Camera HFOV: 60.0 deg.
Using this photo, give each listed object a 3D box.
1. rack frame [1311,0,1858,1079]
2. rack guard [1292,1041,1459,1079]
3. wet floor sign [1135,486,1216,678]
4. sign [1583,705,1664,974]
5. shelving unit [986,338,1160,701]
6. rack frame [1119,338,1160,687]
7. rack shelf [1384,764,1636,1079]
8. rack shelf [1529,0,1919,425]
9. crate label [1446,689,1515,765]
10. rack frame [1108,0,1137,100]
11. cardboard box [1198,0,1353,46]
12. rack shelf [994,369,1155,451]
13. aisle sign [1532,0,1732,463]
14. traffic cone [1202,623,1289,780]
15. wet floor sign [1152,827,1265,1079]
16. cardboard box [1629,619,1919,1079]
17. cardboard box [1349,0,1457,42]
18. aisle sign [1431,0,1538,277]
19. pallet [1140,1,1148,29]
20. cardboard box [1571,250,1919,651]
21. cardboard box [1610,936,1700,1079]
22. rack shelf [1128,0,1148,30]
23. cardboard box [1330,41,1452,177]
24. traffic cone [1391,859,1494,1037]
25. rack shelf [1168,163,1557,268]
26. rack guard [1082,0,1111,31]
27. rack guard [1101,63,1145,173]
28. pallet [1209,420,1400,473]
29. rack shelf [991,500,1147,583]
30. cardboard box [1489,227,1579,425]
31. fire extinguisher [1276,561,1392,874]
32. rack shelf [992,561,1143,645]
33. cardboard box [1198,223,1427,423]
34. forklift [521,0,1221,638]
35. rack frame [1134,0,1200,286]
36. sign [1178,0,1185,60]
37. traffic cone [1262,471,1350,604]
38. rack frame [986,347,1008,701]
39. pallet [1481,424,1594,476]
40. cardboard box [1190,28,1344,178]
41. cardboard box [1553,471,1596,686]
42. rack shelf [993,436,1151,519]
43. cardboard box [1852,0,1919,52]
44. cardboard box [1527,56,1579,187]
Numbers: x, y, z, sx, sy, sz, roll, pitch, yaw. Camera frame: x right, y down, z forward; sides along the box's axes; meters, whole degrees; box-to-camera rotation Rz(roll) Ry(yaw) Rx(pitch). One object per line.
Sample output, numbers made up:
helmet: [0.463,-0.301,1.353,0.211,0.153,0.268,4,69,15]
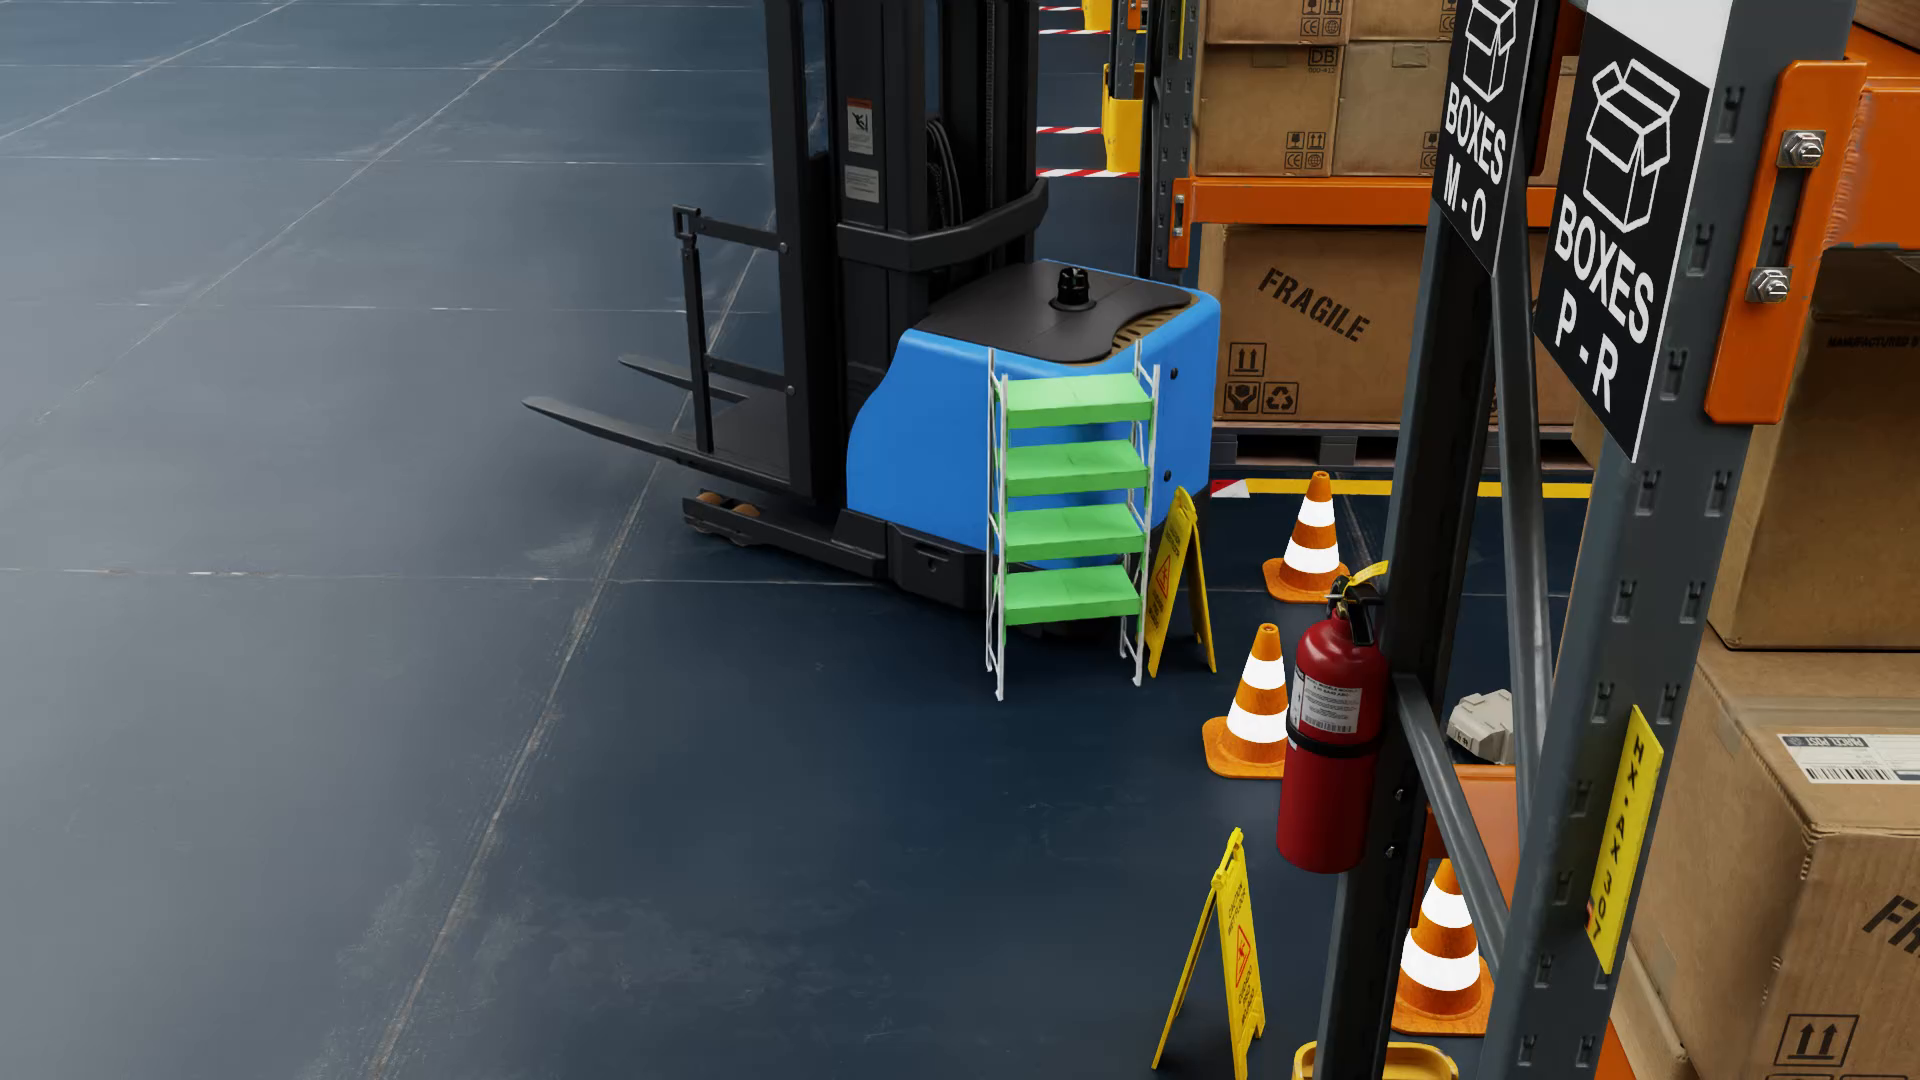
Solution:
rack frame: [0.795,0.484,2.634,0.053,2.616,0.949,1,28,2]
rack guard: [0.871,1.588,3.220,0.348,0.500,1.175,1,28,2]
wet floor sign: [0.770,0.130,5.815,0.232,0.644,0.267,-4,28,-7]
sign: [0.777,0.354,1.955,0.005,0.325,0.100,1,28,2]
shelving unit: [0.361,-0.054,5.571,0.503,1.200,0.258,-5,28,-9]
rack frame: [0.602,-0.073,5.607,0.015,1.200,0.240,-5,28,-9]
rack shelf: [2.794,0.833,2.743,4.000,0.370,1.077,1,28,2]
rack shelf: [2.794,-0.492,2.041,4.000,0.370,1.077,1,28,2]
crate label: [1.758,0.609,5.454,0.298,0.136,0.250,-14,31,-24]
rack frame: [1.145,-4.156,11.388,0.127,3.000,1.000,1,28,2]
cardboard box: [1.239,-2.355,6.677,0.550,0.550,0.875,1,28,2]
rack shelf: [0.361,-0.422,5.376,0.480,0.148,0.258,-5,28,-9]
aisle sign: [0.723,-0.522,1.757,0.004,0.787,0.394,1,28,2]
traffic cone: [0.970,0.481,5.348,0.334,0.463,0.336,1,28,2]
wet floor sign: [0.643,1.019,4.139,0.232,0.644,0.267,11,30,19]
cardboard box: [1.259,0.445,2.284,0.500,0.500,0.500,1,28,1]
cardboard box: [1.792,-2.389,6.742,0.550,0.550,0.875,1,28,2]
aisle sign: [0.744,-0.803,2.286,0.004,0.787,0.394,1,28,2]
pallet: [2.209,-5.247,16.423,1.213,0.211,1.003,1,28,2]
cardboard box: [1.314,-0.229,2.487,0.500,0.500,0.700,0,28,1]
cardboard box: [1.128,0.696,2.503,0.250,0.149,0.380,1,28,2]
rack shelf: [3.144,-3.805,11.494,4.000,0.370,1.077,1,28,2]
cardboard box: [1.792,-1.919,7.007,0.550,0.550,0.875,1,28,2]
traffic cone: [1.271,1.007,4.357,0.334,0.463,0.336,1,28,2]
rack shelf: [2.868,-1.485,7.117,4.000,0.370,1.077,1,28,2]
rack guard: [1.398,-5.391,16.386,0.348,0.500,1.175,1,28,2]
rack guard: [1.221,-3.050,11.971,0.348,0.500,1.175,1,28,2]
pallet: [1.671,-0.627,7.708,1.213,0.211,1.003,1,28,2]
rack shelf: [0.361,0.002,5.601,0.480,0.148,0.258,-5,28,-9]
cardboard box: [2.429,-1.089,7.422,0.875,0.875,0.875,1,28,1]
fire extinguisher: [0.697,0.299,3.066,0.183,0.674,0.296,1,28,2]
rack shelf: [0.361,0.214,5.713,0.480,0.148,0.258,-5,28,-9]
cardboard box: [1.549,-1.103,7.448,0.875,0.875,0.875,1,28,2]
forklift: [-0.523,-1.458,6.371,3.031,2.935,1.130,17,32,29]
rack frame: [0.869,-1.836,7.011,0.127,3.000,1.000,1,28,2]
sign: [0.844,-1.994,6.300,0.005,0.325,0.100,1,28,2]
traffic cone: [1.350,-0.042,6.335,0.334,0.463,0.336,1,28,2]
rack frame: [0.121,-0.035,5.534,0.015,1.200,0.240,-5,28,-9]
pallet: [2.887,-0.606,7.668,1.213,0.211,1.003,1,28,2]
cardboard box: [1.242,-1.917,7.004,0.550,0.550,0.875,1,28,2]
cardboard box: [1.348,0.187,2.770,0.500,0.500,0.500,0,28,1]
rack shelf: [0.361,-0.210,5.488,0.480,0.148,0.258,-5,28,-9]
cardboard box: [1.116,-0.574,1.696,0.250,0.149,0.380,1,28,2]
cardboard box: [2.347,-1.851,6.878,0.550,0.550,0.875,1,28,2]
